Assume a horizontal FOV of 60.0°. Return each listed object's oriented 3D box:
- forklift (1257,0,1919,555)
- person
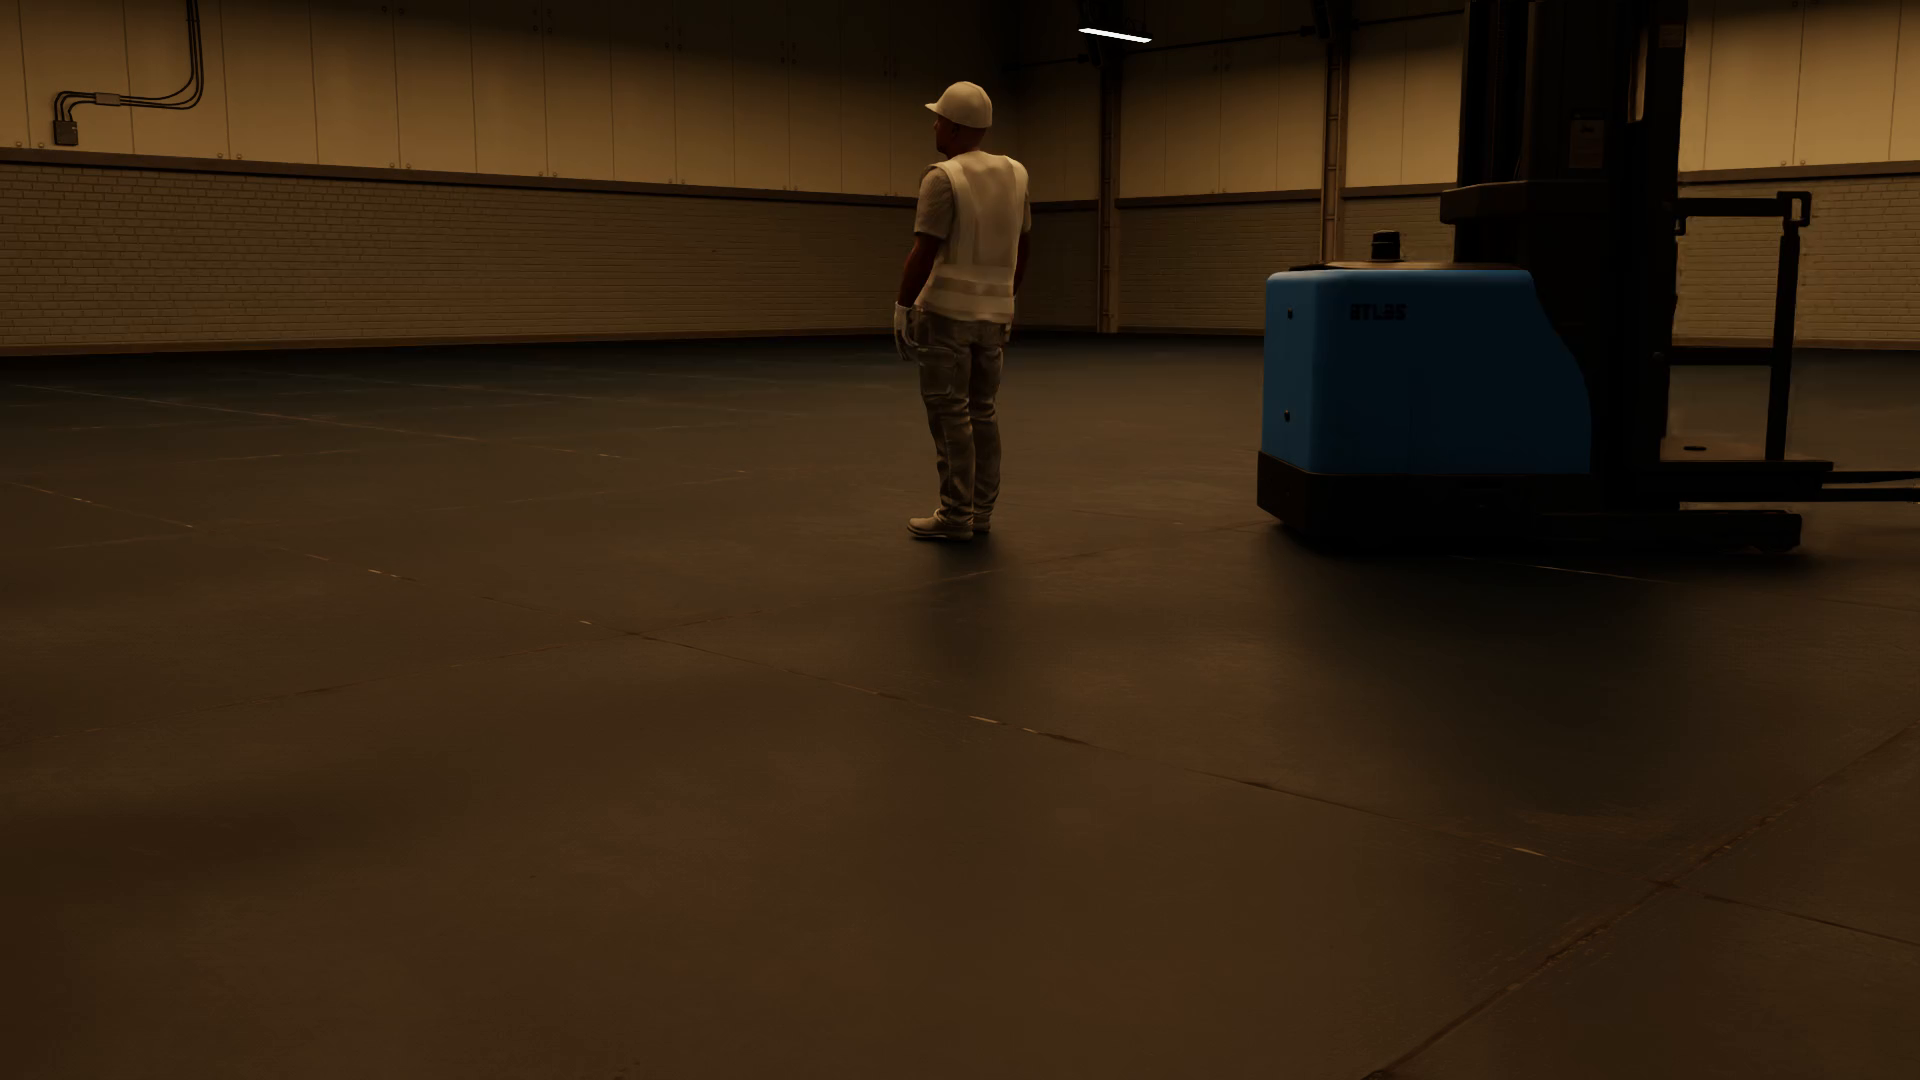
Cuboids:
[{"bbox_3d":[2.819,-1.471,6.644,3.031,2.935,1.130,0,9,-2],"label":"forklift"},{"bbox_3d":[-0.047,-0.897,6.639,0.575,1.784,0.656,8,12,43],"label":"person"}]
